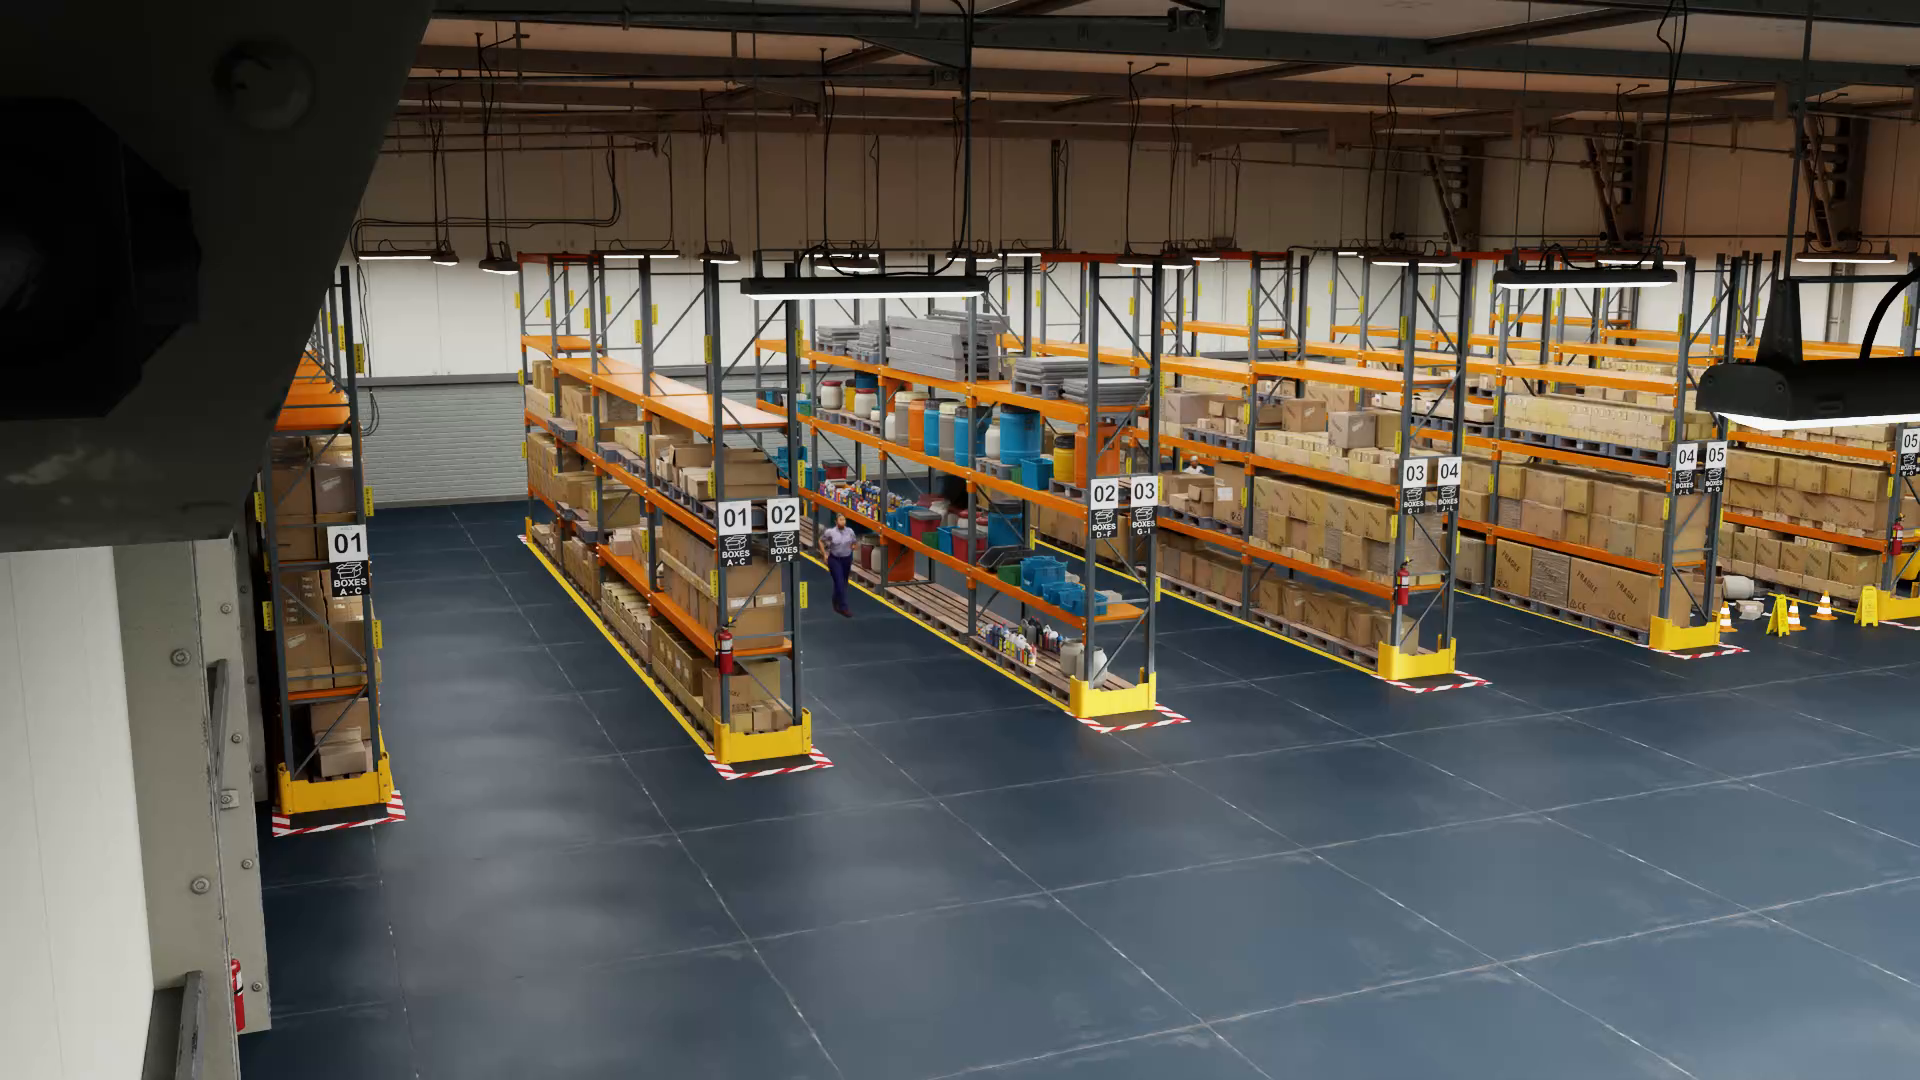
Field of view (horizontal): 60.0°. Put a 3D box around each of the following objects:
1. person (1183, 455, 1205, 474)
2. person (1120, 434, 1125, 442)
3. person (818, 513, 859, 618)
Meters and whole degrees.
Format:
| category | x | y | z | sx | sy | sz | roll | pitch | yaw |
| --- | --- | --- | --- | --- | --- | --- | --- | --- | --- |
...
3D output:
| category | x | y | z | sx | sy | sz | roll | pitch | yaw |
| --- | --- | --- | --- | --- | --- | --- | --- | --- | --- |
| person | 5.103 | -1.021 | 36.058 | 0.608 | 1.631 | 0.598 | -3 | 11 | -14 |
| person | 3.806 | -1.886 | 40.738 | 0.782 | 1.680 | 0.527 | 7 | 12 | 33 |
| person | -1.921 | 0.401 | 26.732 | 0.607 | 1.691 | 0.846 | -6 | 12 | -30 |
